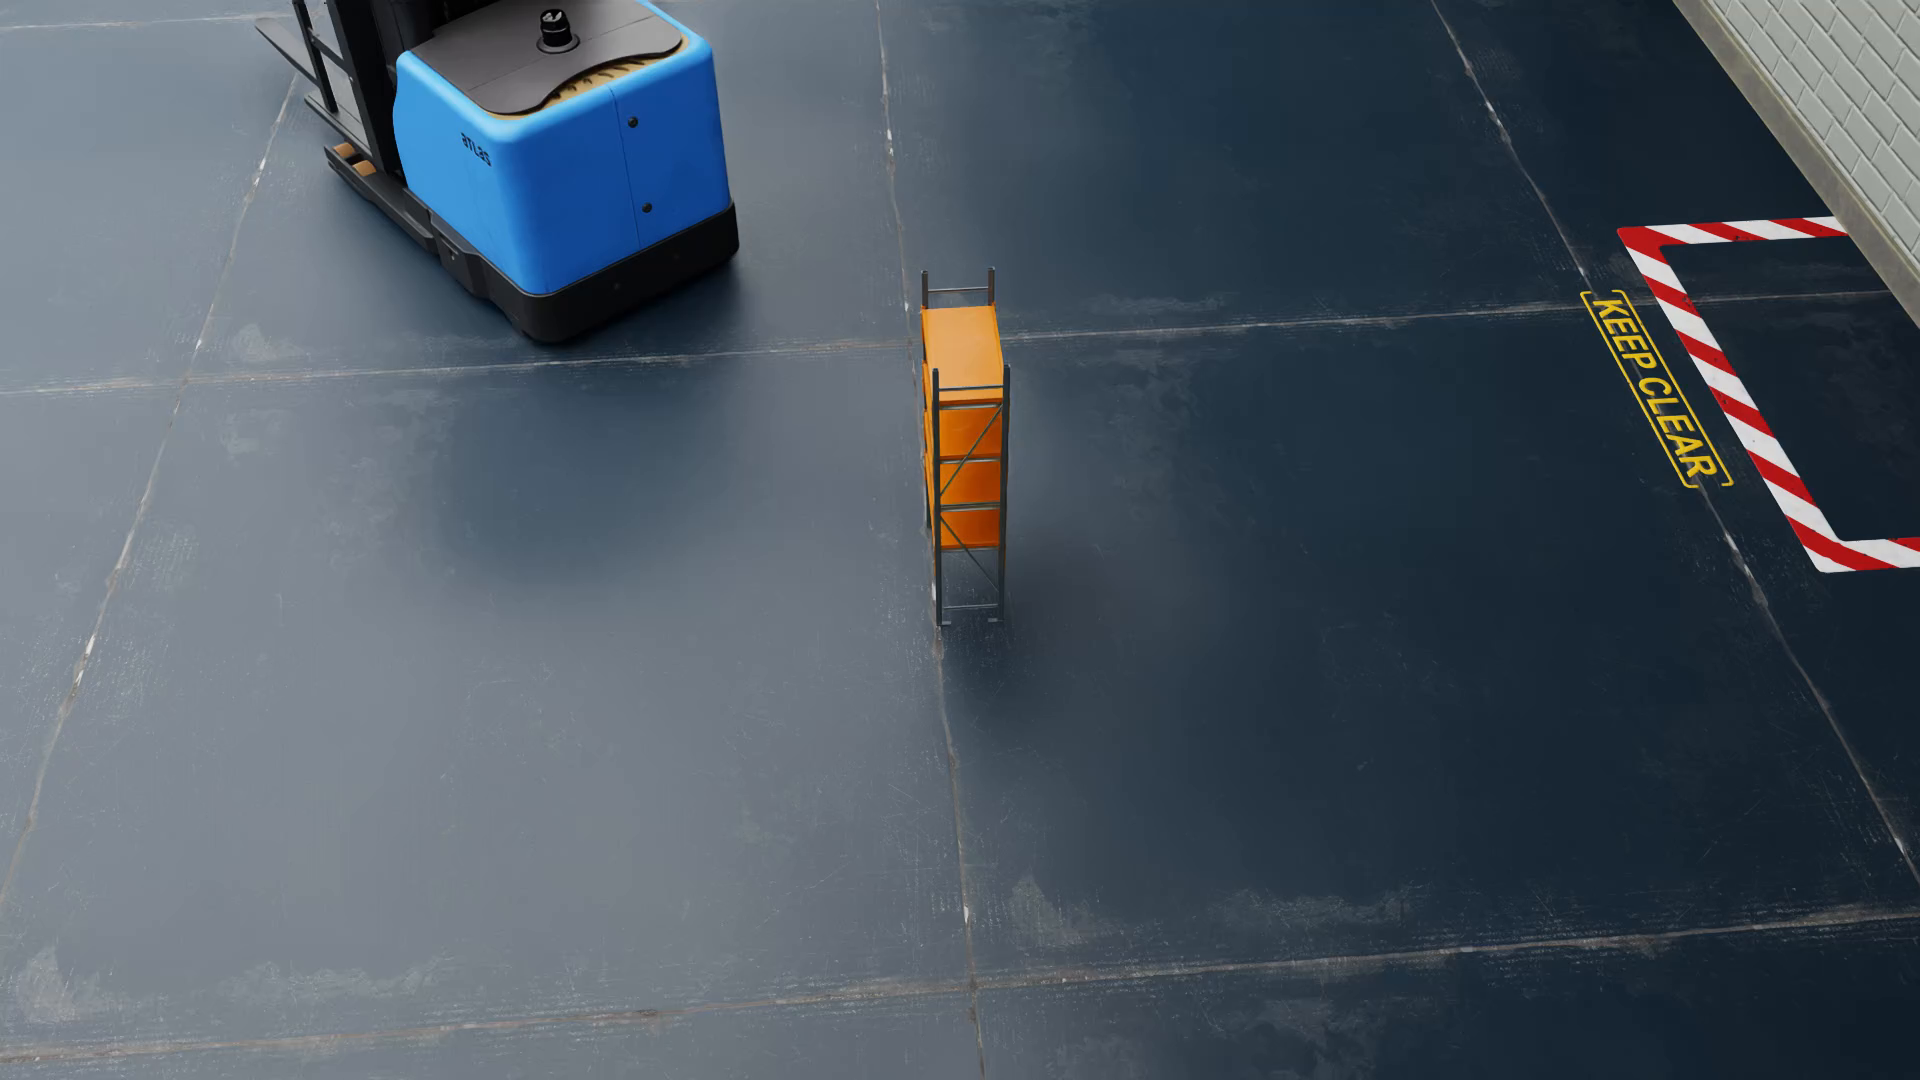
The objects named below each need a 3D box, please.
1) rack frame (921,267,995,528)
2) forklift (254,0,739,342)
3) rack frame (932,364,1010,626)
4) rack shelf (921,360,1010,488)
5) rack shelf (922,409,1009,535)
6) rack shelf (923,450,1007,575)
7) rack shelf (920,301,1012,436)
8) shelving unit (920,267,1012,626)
[{"bbox_3d":[-0.007,-0.469,5.868,0.240,1.200,0.015,-3,47,-3],"label":"rack frame"},{"bbox_3d":[-2.332,-2.826,6.908,1.130,2.935,3.031,-33,55,-27],"label":"forklift"},{"bbox_3d":[0.034,-0.116,5.534,0.240,1.200,0.015,-3,47,-3],"label":"rack frame"},{"bbox_3d":[0.014,-0.400,5.587,0.258,0.148,0.480,-3,47,-3],"label":"rack shelf"},{"bbox_3d":[0.014,-0.247,5.750,0.258,0.148,0.480,-3,47,-3],"label":"rack shelf"},{"bbox_3d":[0.014,-0.110,5.894,0.258,0.148,0.480,-3,47,-3],"label":"rack shelf"},{"bbox_3d":[0.014,-0.563,5.416,0.258,0.148,0.480,-3,47,-3],"label":"rack shelf"},{"bbox_3d":[0.014,-0.293,5.701,0.258,1.200,0.503,-3,47,-3],"label":"shelving unit"}]
